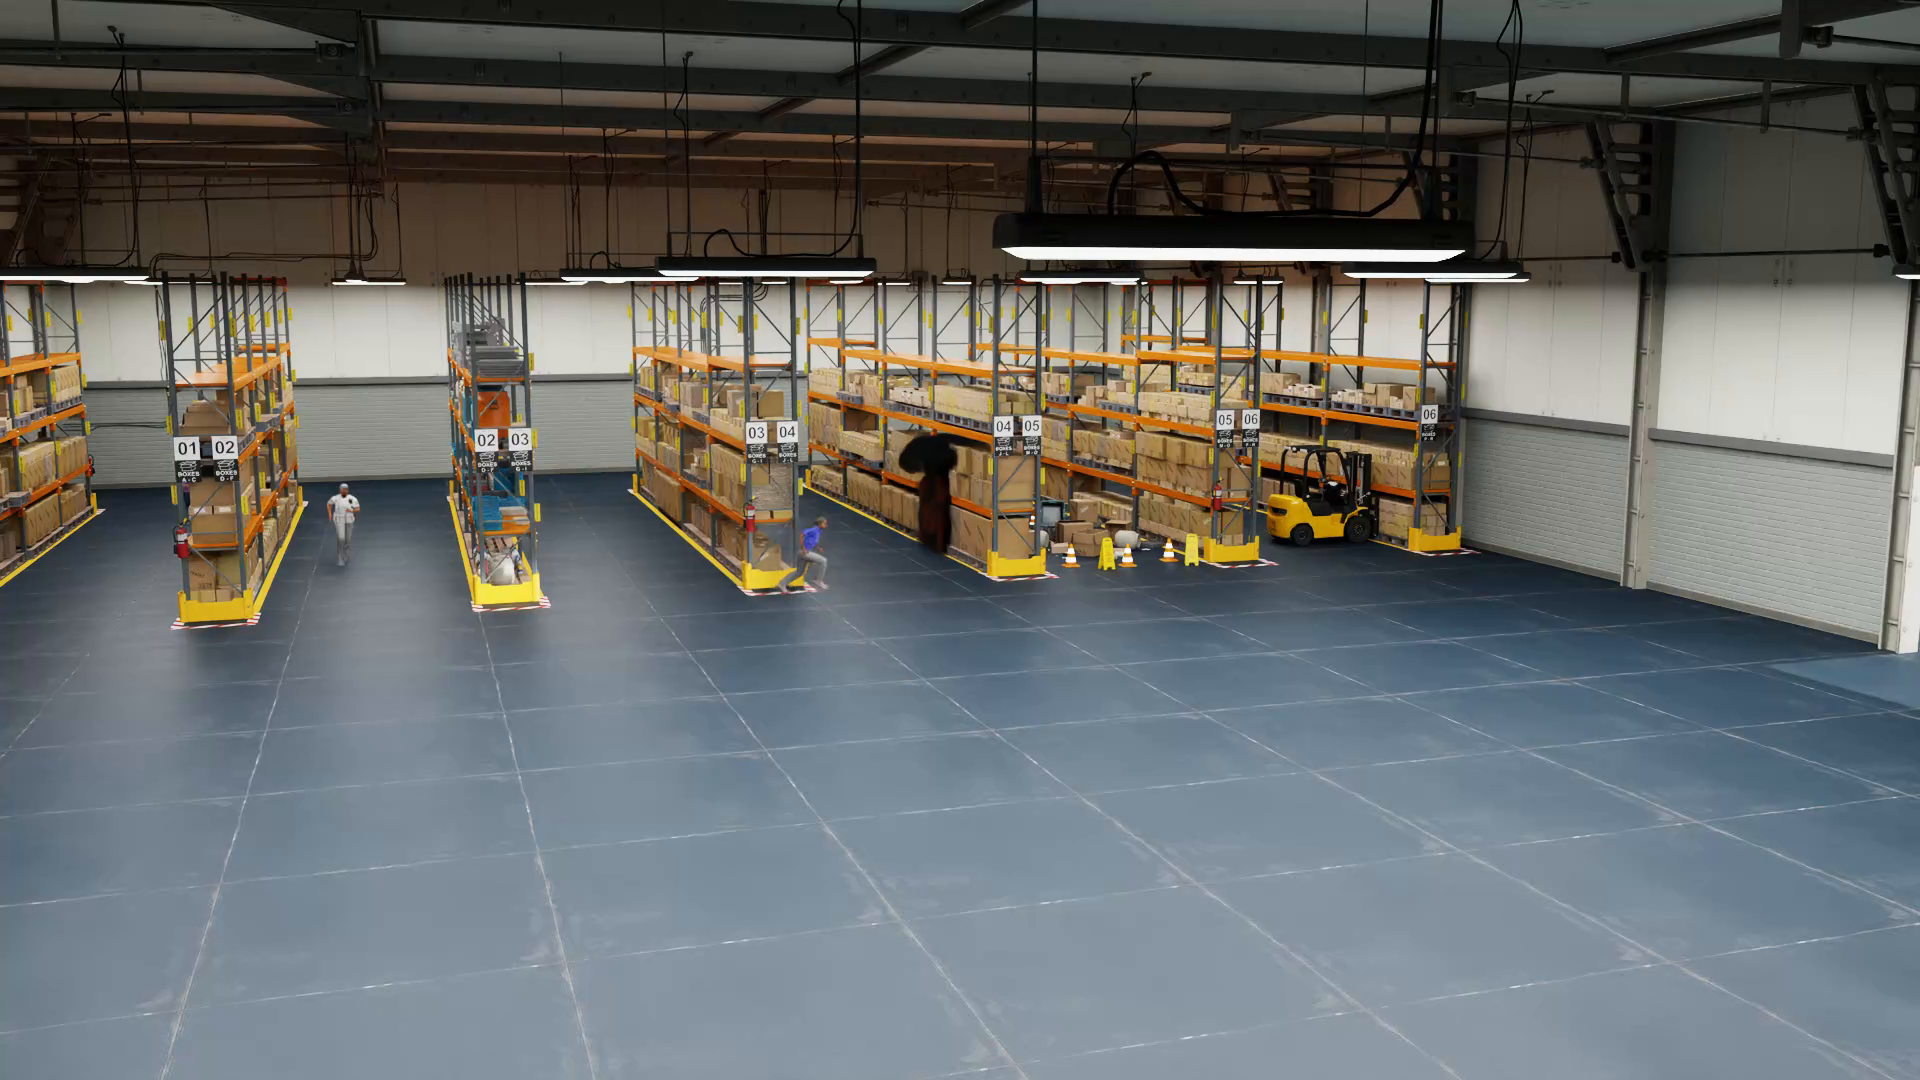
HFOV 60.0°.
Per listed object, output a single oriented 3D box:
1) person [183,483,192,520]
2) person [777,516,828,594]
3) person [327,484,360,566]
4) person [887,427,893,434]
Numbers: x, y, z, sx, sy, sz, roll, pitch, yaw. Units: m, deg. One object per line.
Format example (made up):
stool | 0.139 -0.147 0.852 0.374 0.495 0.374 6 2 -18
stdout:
person | -19.057 -1.212 41.152 0.543 1.492 0.797 -4 10 -26
person | -2.923 0.288 30.771 0.992 1.487 0.617 2 9 12
person | -12.902 -0.338 34.868 0.609 1.712 0.697 -5 10 -31
person | -1.924 -2.369 47.760 0.671 1.753 0.751 -1 9 -6
